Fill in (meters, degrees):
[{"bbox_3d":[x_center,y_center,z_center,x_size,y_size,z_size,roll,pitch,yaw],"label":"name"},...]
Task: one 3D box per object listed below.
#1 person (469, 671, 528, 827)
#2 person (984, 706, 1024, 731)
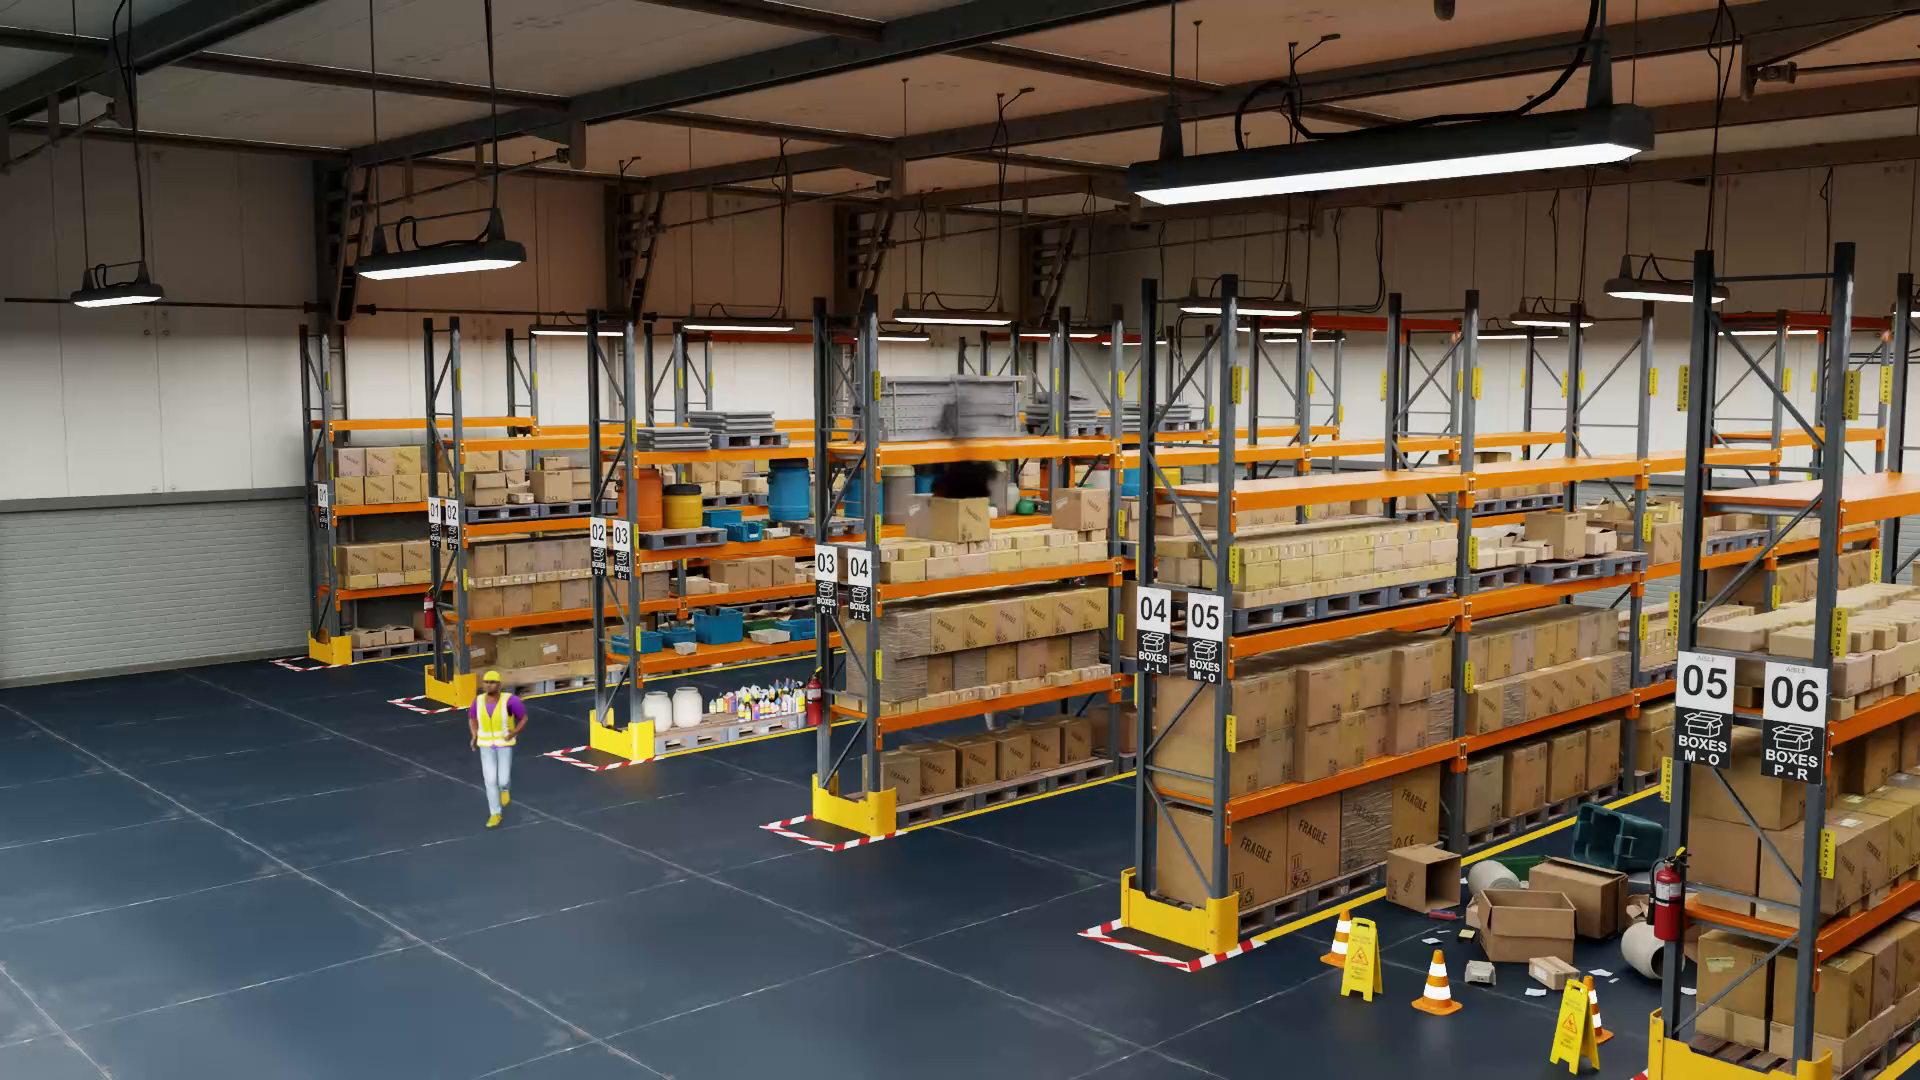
[{"bbox_3d":[-5.342,2.370,19.210,0.692,1.754,0.751,0,6,-4],"label":"person"},{"bbox_3d":[0.574,1.936,23.436,0.715,1.733,0.812,4,7,36],"label":"person"}]
